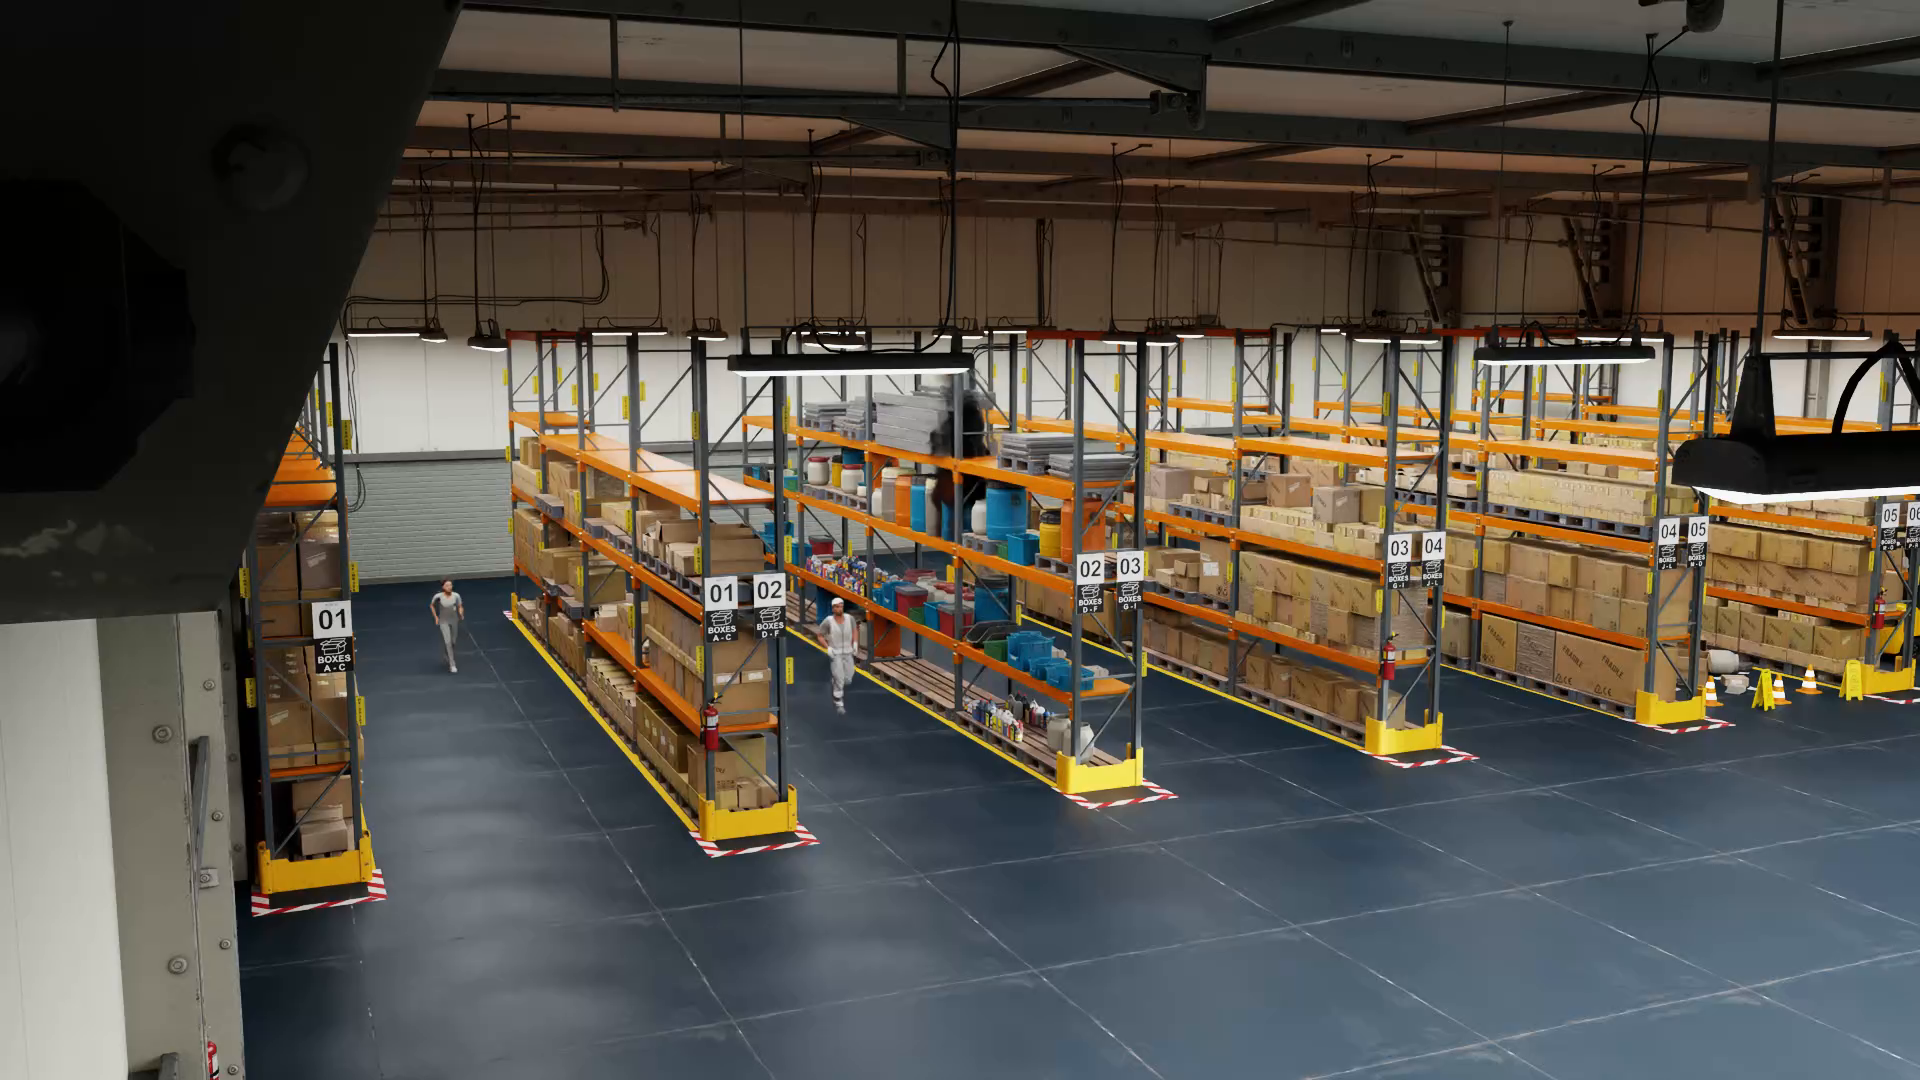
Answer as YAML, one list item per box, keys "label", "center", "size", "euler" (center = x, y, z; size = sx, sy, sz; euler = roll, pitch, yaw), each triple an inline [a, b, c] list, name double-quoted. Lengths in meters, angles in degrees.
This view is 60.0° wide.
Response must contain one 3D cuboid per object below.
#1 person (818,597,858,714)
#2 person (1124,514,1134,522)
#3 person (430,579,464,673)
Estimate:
- label: "person"
  center: [-1.858, 1.736, 25.368]
  size: [0.655, 1.776, 0.678]
  euler: [-3, 9, -24]
- label: "person"
  center: [4.216, -0.167, 41.888]
  size: [0.578, 1.637, 0.539]
  euler: [6, 10, 39]
- label: "person"
  center: [-9.165, 1.490, 29.712]
  size: [0.547, 1.654, 0.877]
  euler: [-5, 9, -31]
